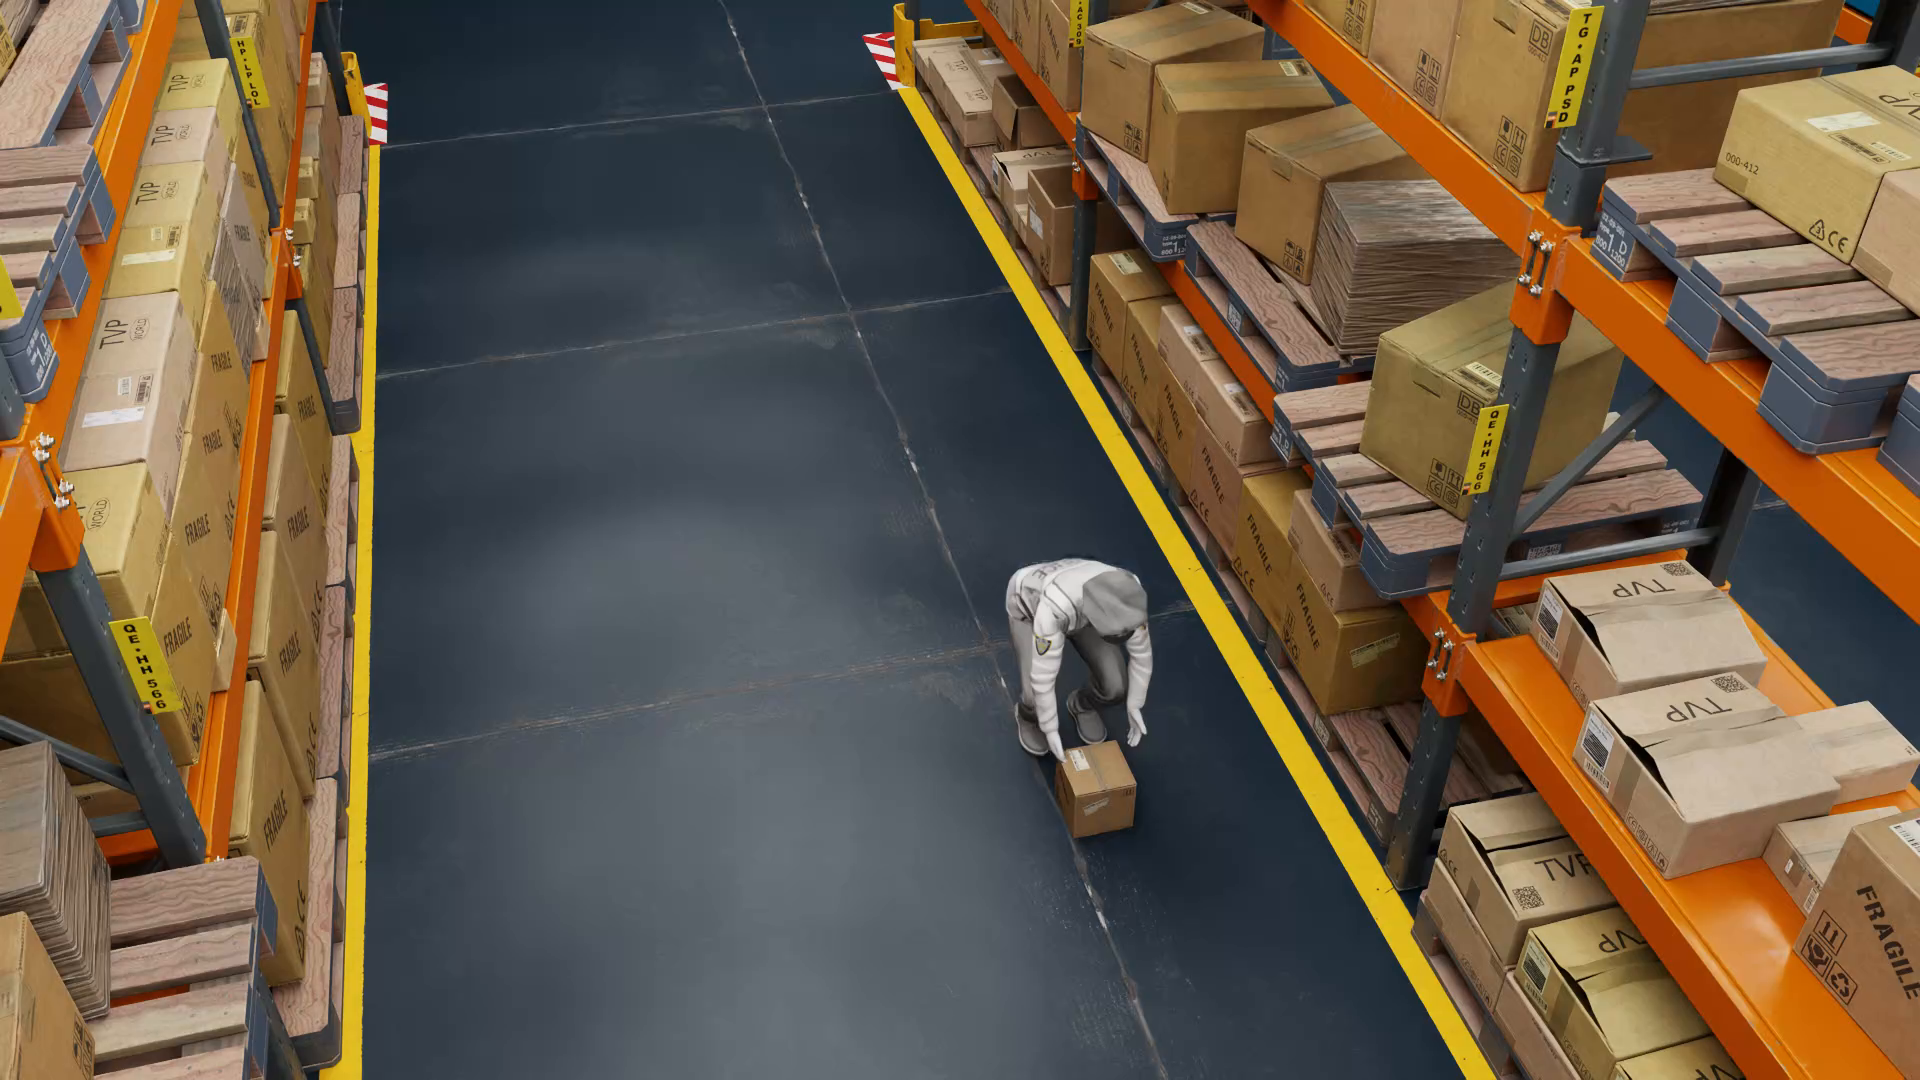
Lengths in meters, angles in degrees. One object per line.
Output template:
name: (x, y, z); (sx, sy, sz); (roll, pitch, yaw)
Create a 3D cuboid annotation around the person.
person: (0.480, 0.431, 6.628); (0.510, 1.101, 0.820); (-10, 39, -12)
